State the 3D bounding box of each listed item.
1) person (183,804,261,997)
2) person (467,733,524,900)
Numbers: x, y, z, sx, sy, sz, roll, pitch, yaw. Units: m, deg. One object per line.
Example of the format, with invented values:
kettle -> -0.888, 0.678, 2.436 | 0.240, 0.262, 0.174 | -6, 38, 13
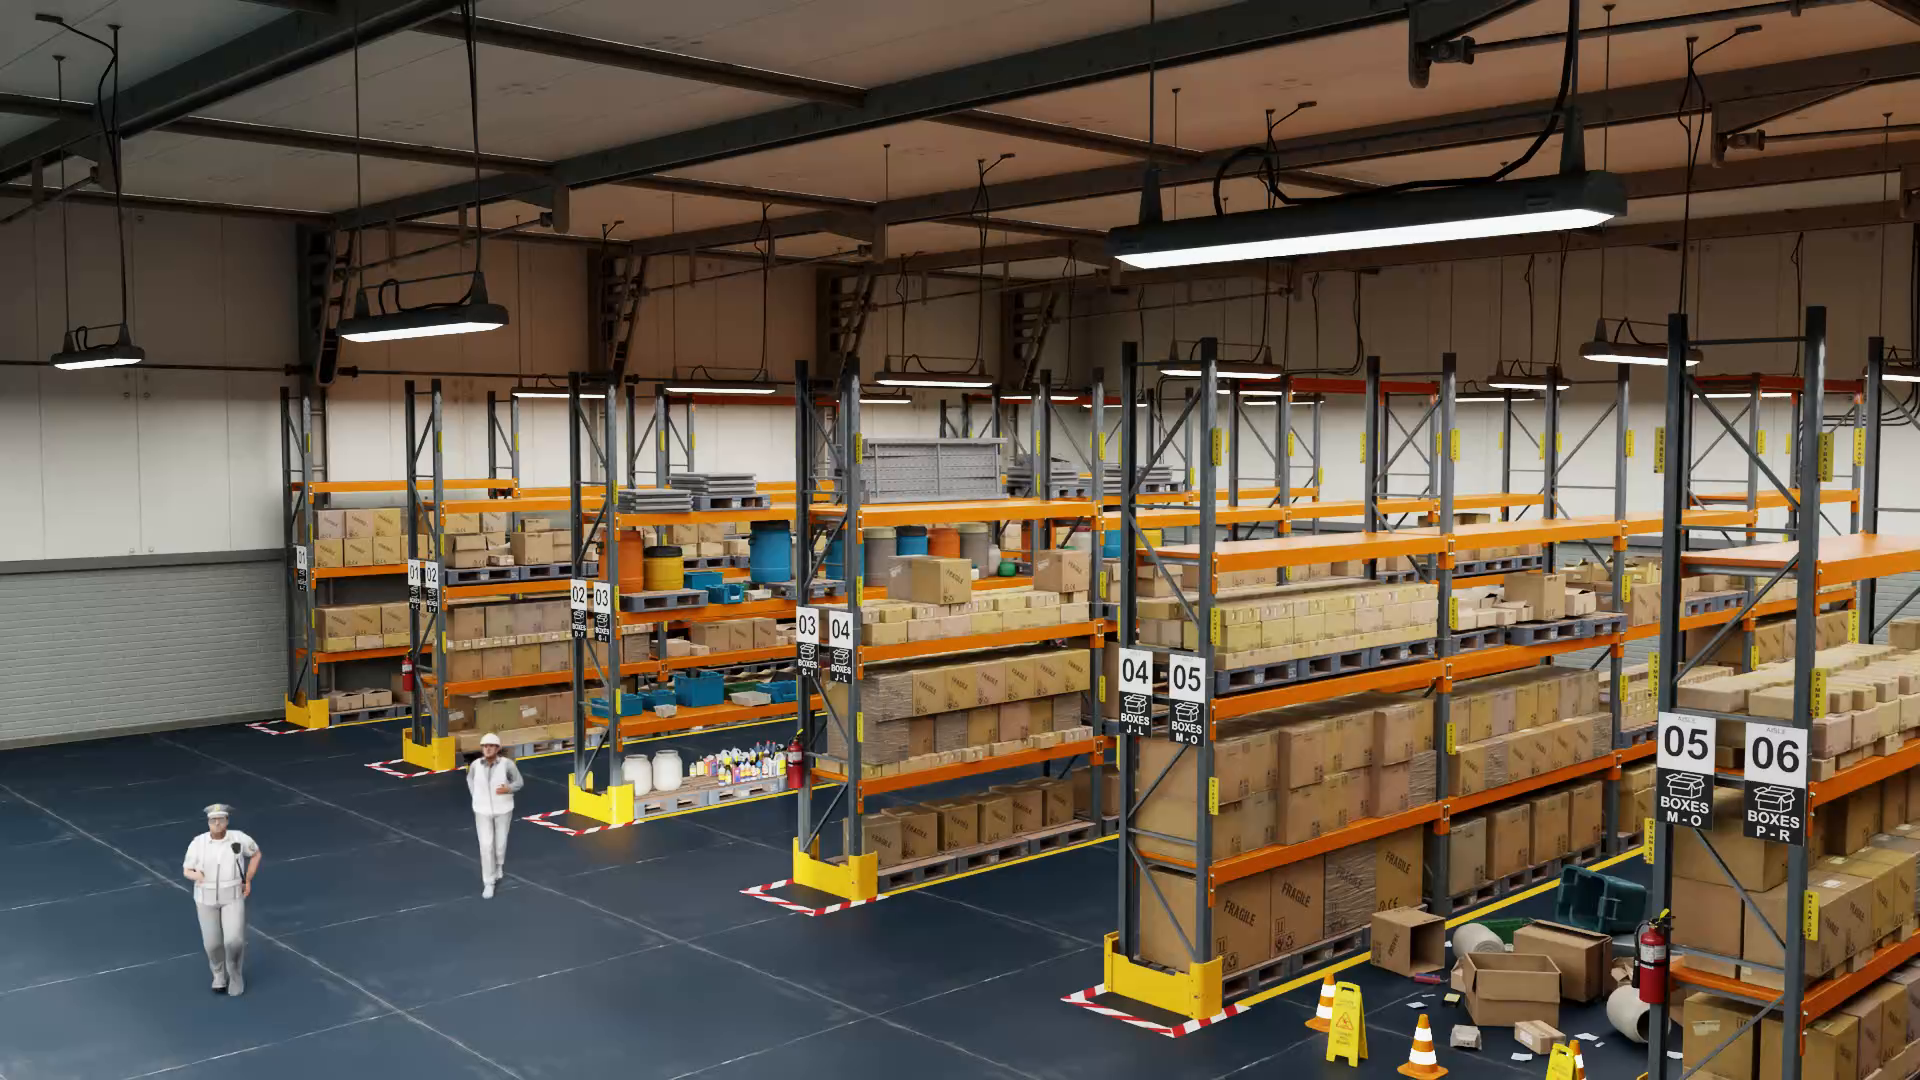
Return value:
person -> -6.776, 3.318, 15.252 | 0.643, 1.810, 0.676 | -1, 4, -17
person -> -5.262, 3.072, 18.836 | 0.643, 1.798, 0.894 | -1, 4, -12
